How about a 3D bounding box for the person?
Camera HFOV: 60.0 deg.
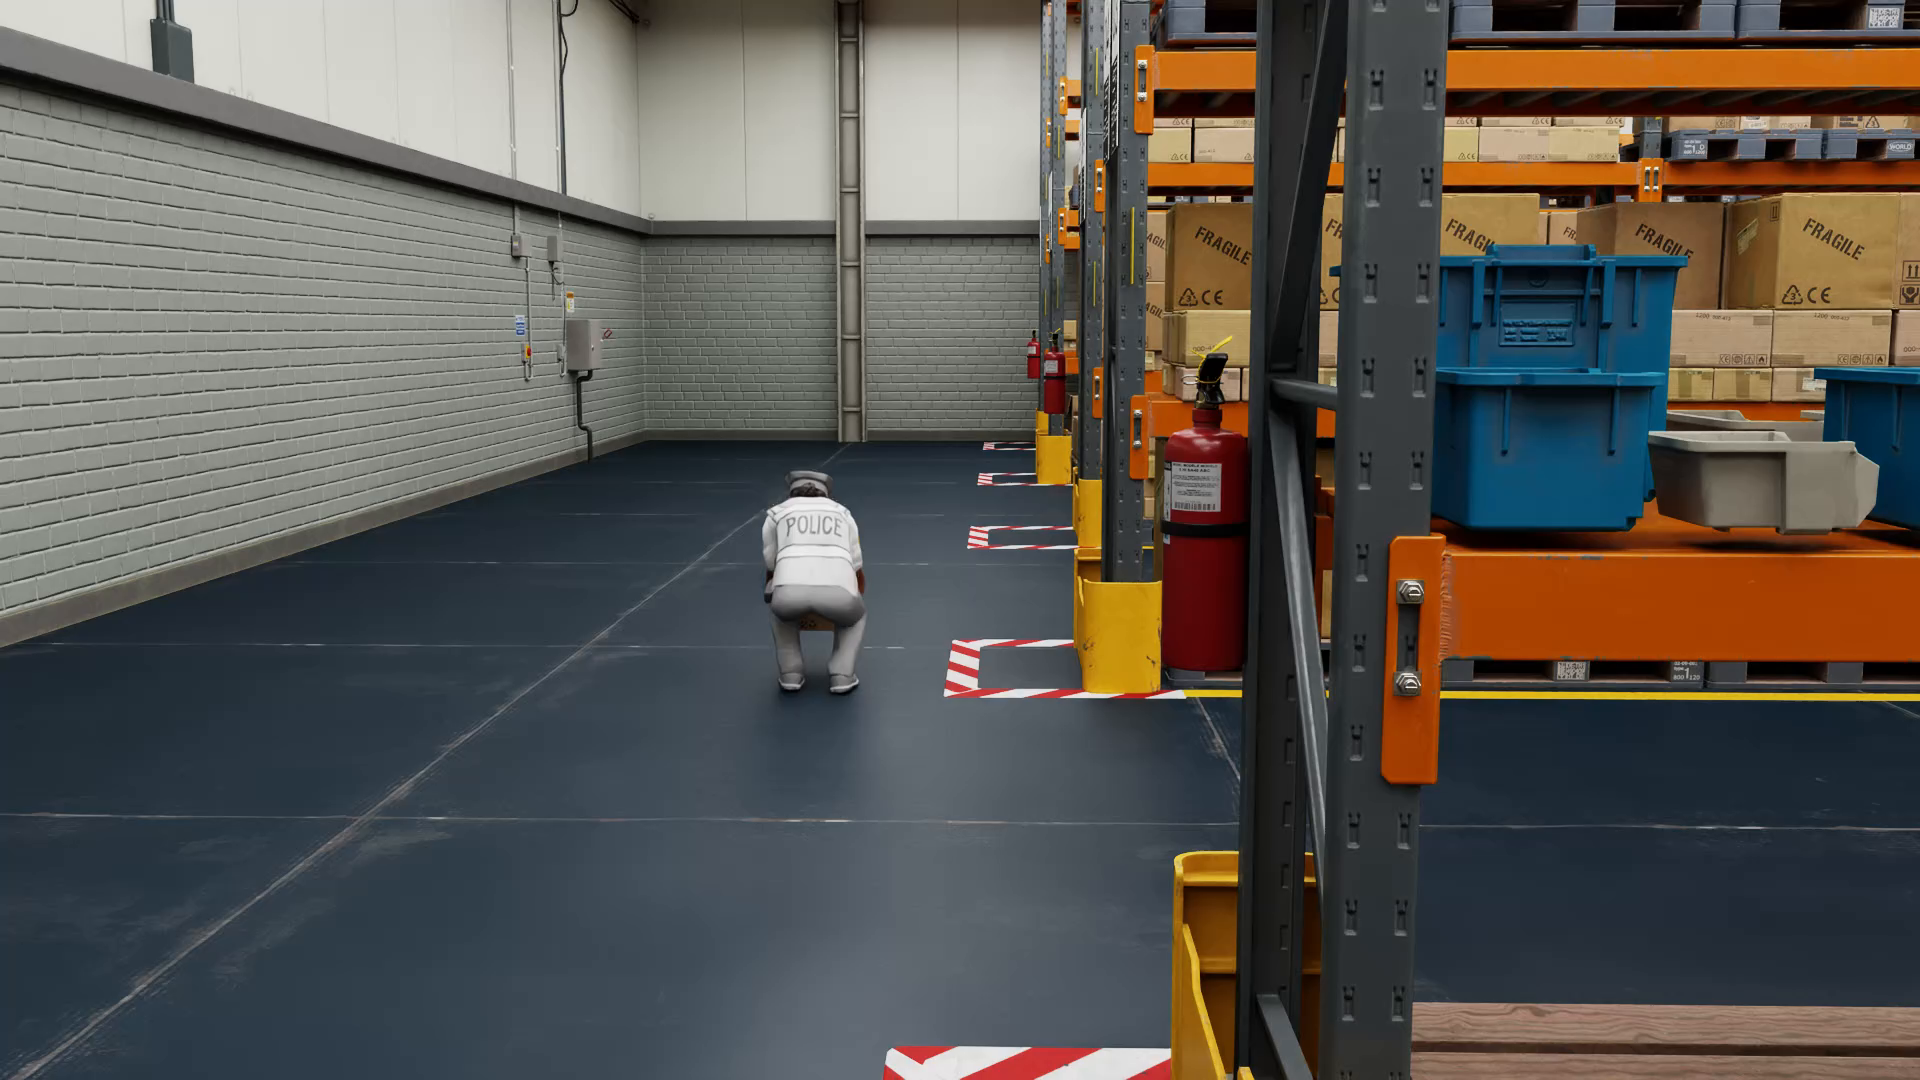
[{"bbox_3d":[-0.672,0.185,7.598,0.484,0.968,0.835,0,7,1],"label":"person"}]
